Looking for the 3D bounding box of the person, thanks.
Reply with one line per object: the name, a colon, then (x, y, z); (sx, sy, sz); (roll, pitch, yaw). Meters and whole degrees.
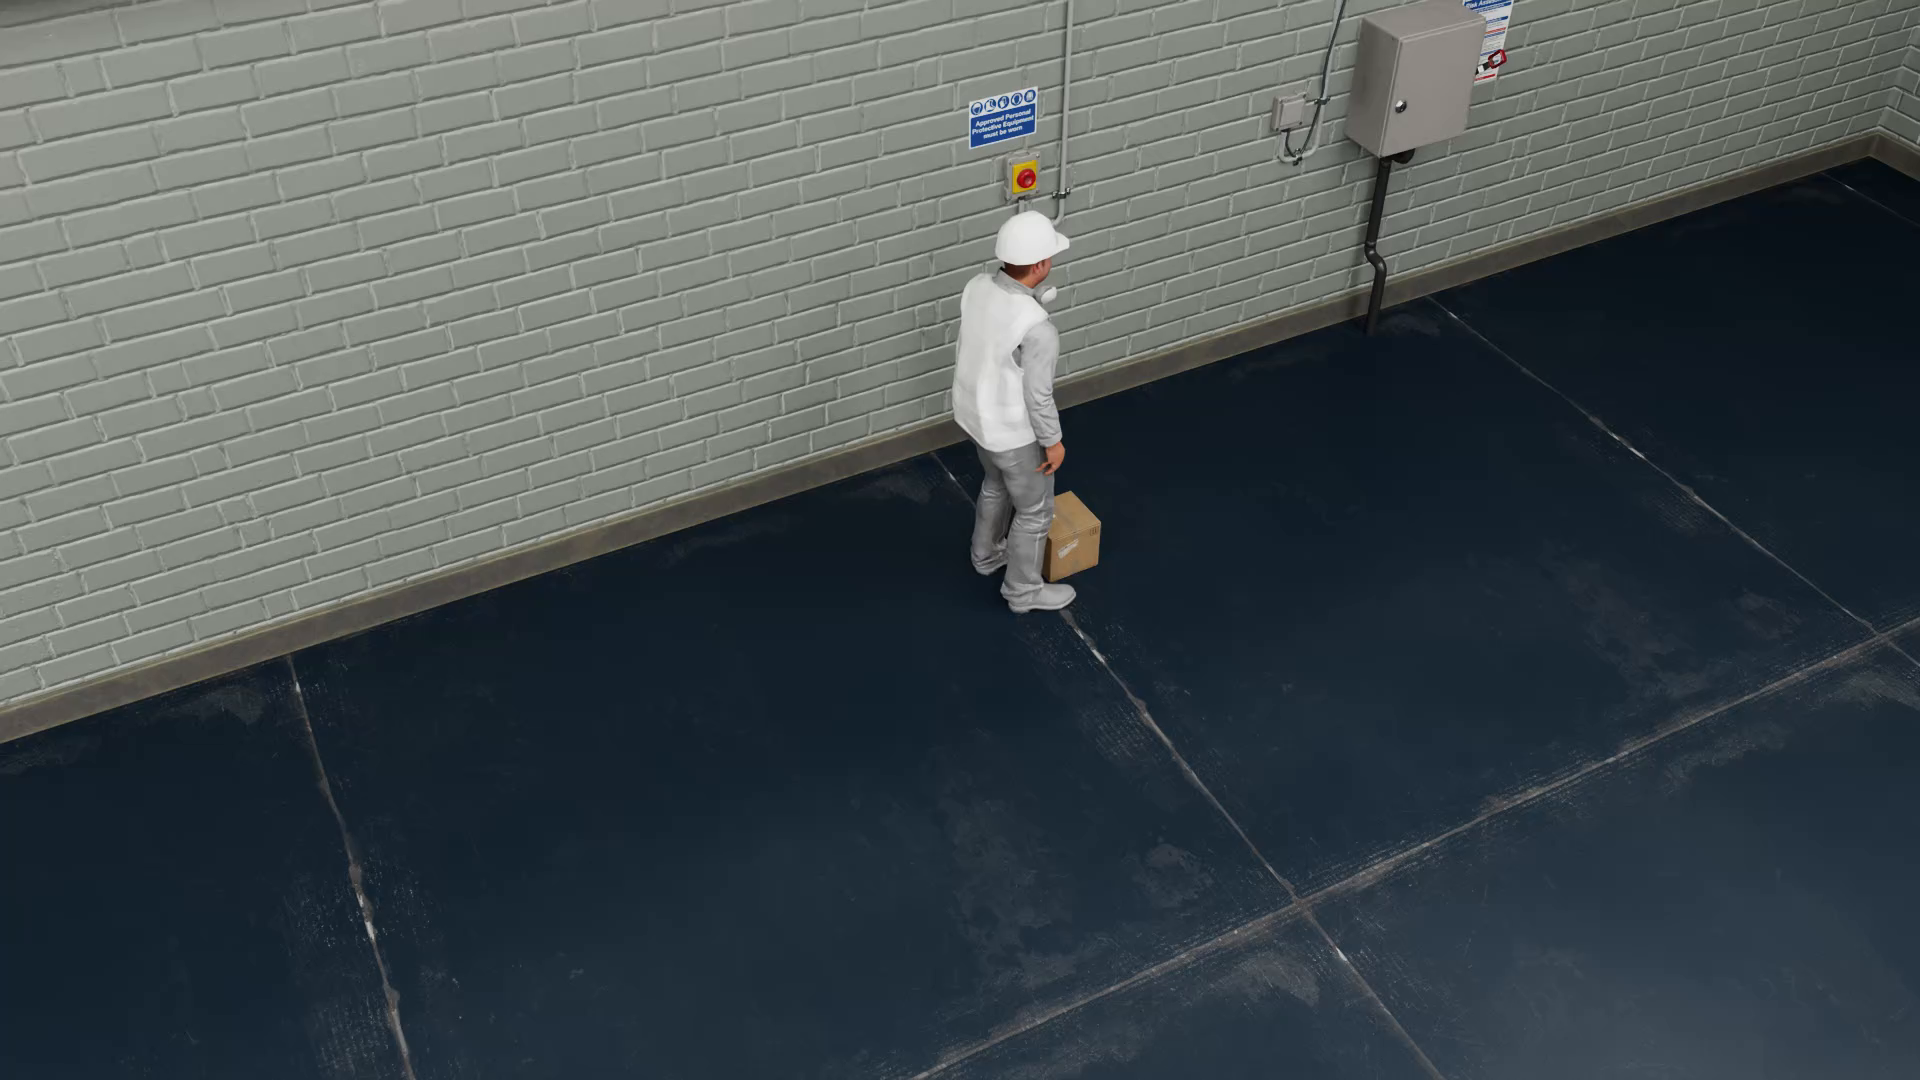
person: (0.215, -0.505, 6.719); (0.464, 1.771, 0.594); (-22, 45, -23)
